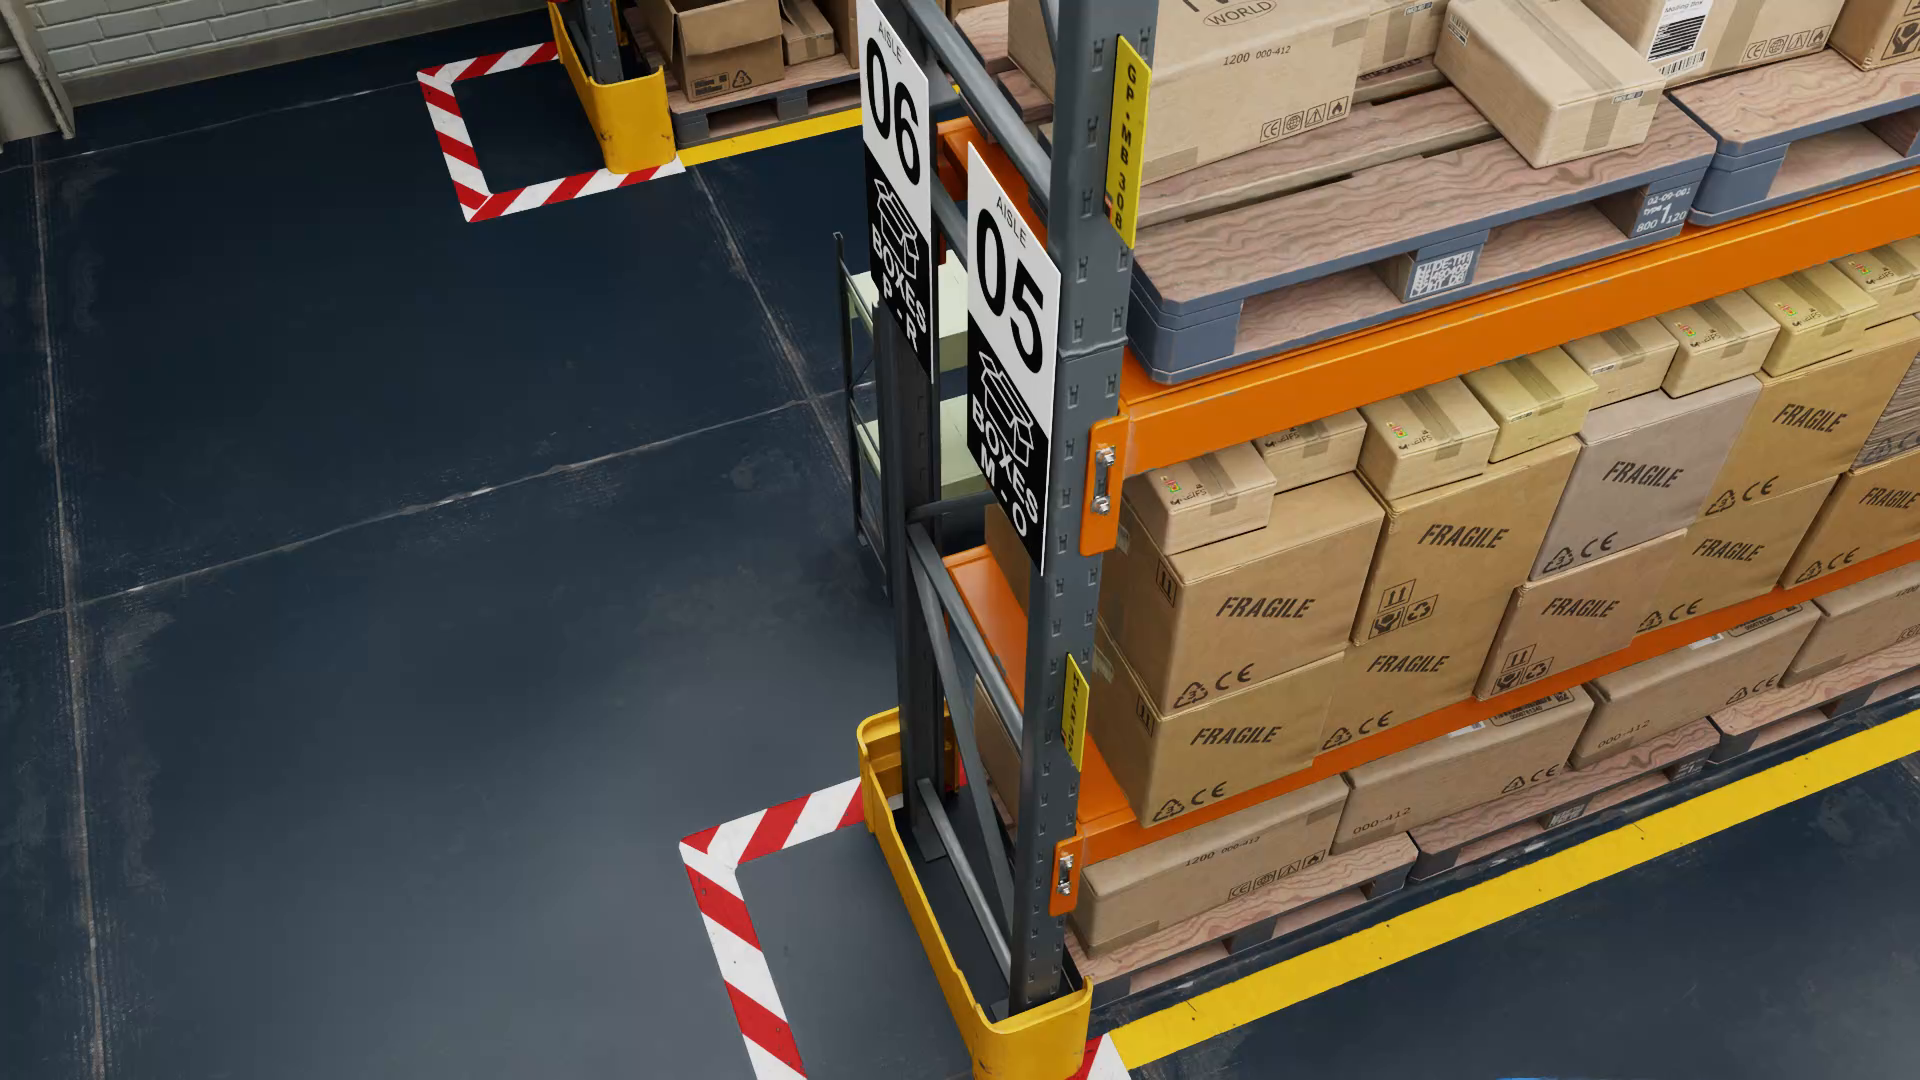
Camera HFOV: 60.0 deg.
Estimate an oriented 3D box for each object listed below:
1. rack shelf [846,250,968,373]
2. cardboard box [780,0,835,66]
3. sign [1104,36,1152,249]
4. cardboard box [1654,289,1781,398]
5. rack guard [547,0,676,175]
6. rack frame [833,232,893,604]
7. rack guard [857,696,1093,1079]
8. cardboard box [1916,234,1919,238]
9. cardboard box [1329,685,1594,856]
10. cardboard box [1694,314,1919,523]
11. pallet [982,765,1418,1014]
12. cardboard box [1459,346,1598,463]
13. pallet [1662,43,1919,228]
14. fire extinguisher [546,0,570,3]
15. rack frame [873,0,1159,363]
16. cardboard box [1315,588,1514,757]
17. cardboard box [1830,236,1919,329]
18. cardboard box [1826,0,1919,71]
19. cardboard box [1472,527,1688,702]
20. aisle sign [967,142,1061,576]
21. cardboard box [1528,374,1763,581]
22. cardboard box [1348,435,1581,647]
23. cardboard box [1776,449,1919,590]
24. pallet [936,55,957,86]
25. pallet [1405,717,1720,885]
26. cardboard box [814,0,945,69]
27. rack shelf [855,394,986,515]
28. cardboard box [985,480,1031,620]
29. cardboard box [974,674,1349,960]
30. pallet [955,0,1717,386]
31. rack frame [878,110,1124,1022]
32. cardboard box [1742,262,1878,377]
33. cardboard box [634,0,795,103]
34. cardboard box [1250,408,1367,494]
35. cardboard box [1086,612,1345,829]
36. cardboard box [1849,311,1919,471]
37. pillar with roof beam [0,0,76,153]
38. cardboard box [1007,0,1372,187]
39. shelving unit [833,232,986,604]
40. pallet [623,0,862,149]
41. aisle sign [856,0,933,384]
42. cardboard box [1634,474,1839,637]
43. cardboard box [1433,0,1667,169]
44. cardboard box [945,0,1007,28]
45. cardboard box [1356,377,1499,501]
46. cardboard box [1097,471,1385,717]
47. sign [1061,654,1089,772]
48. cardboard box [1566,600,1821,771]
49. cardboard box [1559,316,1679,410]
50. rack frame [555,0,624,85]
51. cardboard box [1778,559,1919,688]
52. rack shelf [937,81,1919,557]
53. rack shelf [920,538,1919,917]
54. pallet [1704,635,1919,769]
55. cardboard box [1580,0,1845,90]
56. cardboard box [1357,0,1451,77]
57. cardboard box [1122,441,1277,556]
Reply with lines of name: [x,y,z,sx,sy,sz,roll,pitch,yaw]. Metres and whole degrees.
rack shelf: [0.006,-0.745,5.727,0.720,0.370,0.431,-17,52,-14]
cardboard box: [-0.822,-2.596,8.446,0.250,0.149,0.380,-19,52,-16]
sign: [0.252,-0.596,2.520,0.005,0.325,0.100,-17,52,-14]
cardboard box: [1.688,-0.539,3.924,0.250,0.149,0.380,-17,51,-14]
rack guard: [-1.762,-2.392,8.316,0.348,0.500,1.175,-17,52,-14]
rack frame: [-0.333,-0.386,5.933,0.023,1.500,0.400,-17,52,-14]
rack guard: [0.026,1.121,5.298,0.348,0.500,1.175,-17,52,-14]
cardboard box: [2.379,-0.783,4.133,0.250,0.149,0.380,-18,52,-15]
cardboard box: [1.465,0.470,5.622,0.875,0.438,0.875,-16,51,-13]
cardboard box: [2.011,-0.446,4.271,0.500,0.500,0.500,-17,51,-14]
pallet: [0.759,0.924,5.658,1.213,0.211,1.003,-17,52,-14]
cardboard box: [1.218,-0.384,3.791,0.250,0.149,0.380,-19,52,-15]
pallet: [1.862,-1.221,3.744,1.213,0.211,1.003,-17,52,-14]
fire extinguisher: [-1.794,-2.671,7.205,0.183,0.674,0.296,-17,52,-14]
rack frame: [0.048,-1.654,2.080,0.127,3.000,1.000,-17,52,-14]
cardboard box: [1.059,0.167,4.404,0.500,0.500,0.500,-18,52,-15]
cardboard box: [2.157,-0.702,4.064,0.250,0.149,0.380,-17,52,-14]
cardboard box: [1.971,-1.352,3.389,0.500,0.500,0.500,-16,51,-14]
cardboard box: [1.536,0.033,4.519,0.500,0.500,0.500,-17,52,-14]
aisle sign: [0.091,-0.323,3.177,0.004,0.787,0.394,-17,52,-14]
cardboard box: [1.549,-0.302,4.148,0.500,0.500,0.500,-18,52,-15]
cardboard box: [1.076,-0.149,4.017,0.500,0.500,0.500,-18,52,-15]
cardboard box: [2.484,-0.261,4.772,0.500,0.500,0.500,-18,52,-15]
pallet: [0.103,-2.875,8.920,1.213,0.211,1.003,-17,52,-14]
pallet: [1.886,0.577,5.956,1.213,0.211,1.003,-17,52,-14]
cardboard box: [-0.424,-2.834,8.418,0.500,0.500,0.700,-15,51,-13]
rack shelf: [0.006,-0.278,6.271,0.720,0.370,0.431,-17,52,-14]
cardboard box: [0.394,-0.057,4.596,0.500,0.500,0.500,-17,51,-14]
cardboard box: [0.621,0.738,5.391,0.875,0.438,0.875,-19,52,-15]
pallet: [0.731,-0.868,3.441,1.213,0.211,1.003,-17,52,-14]
rack frame: [0.048,0.300,4.356,0.127,3.000,1.000,-17,52,-14]
cardboard box: [1.933,-0.592,3.970,0.250,0.149,0.380,-18,52,-15]
cardboard box: [-1.230,-2.617,8.230,0.637,0.503,0.797,-19,52,-16]
cardboard box: [0.697,-0.302,3.720,0.250,0.149,0.380,-16,51,-13]
cardboard box: [0.601,0.331,4.263,0.500,0.500,0.500,-18,52,-15]
cardboard box: [2.478,-0.584,4.390,0.500,0.500,0.500,-17,51,-14]
pillar with roof beam: [-3.041,-1.976,2.356,0.400,9.000,9.100,-17,52,-14]
cardboard box: [0.430,-0.990,3.243,0.500,0.250,0.500,-22,53,-18]
shelving unit: [0.006,-0.491,6.023,0.755,1.500,0.431,-17,52,-14]
pallet: [-1.024,-2.528,8.622,1.213,0.211,1.003,-17,52,-14]
aisle sign: [-0.136,-0.744,3.539,0.004,0.787,0.394,-17,52,-14]
cardboard box: [1.994,-0.122,4.652,0.500,0.500,0.500,-16,51,-13]
cardboard box: [1.142,-0.915,3.245,0.250,0.149,0.380,-16,51,-13]
cardboard box: [0.103,-2.916,8.488,0.500,0.500,0.500,-16,51,-14]
cardboard box: [0.981,-0.296,3.715,0.250,0.149,0.380,-16,51,-13]
cardboard box: [0.600,0.004,3.885,0.500,0.500,0.500,-18,52,-15]
sign: [0.252,0.384,3.661,0.005,0.325,0.100,-17,52,-14]
cardboard box: [2.301,0.213,5.843,0.875,0.438,0.875,-19,52,-15]
cardboard box: [1.441,-0.497,3.888,0.250,0.149,0.380,-17,51,-14]
rack frame: [-1.832,-3.185,7.349,0.127,3.000,1.000,-17,52,-14]
cardboard box: [3.129,-0.045,6.064,0.875,0.438,0.875,-18,52,-15]
rack shelf: [1.899,-1.017,3.983,4.000,0.370,1.077,-17,52,-14]
rack shelf: [1.899,-0.039,5.121,4.000,0.370,1.077,-17,52,-14]
pallet: [3.017,0.224,6.259,1.213,0.211,1.003,-17,52,-14]
cardboard box: [1.453,-1.212,3.393,0.500,0.311,0.500,-16,51,-14]
cardboard box: [0.788,-1.134,3.433,0.250,0.149,0.380,-21,52,-17]
cardboard box: [0.481,-0.177,3.613,0.250,0.149,0.380,-16,51,-13]
